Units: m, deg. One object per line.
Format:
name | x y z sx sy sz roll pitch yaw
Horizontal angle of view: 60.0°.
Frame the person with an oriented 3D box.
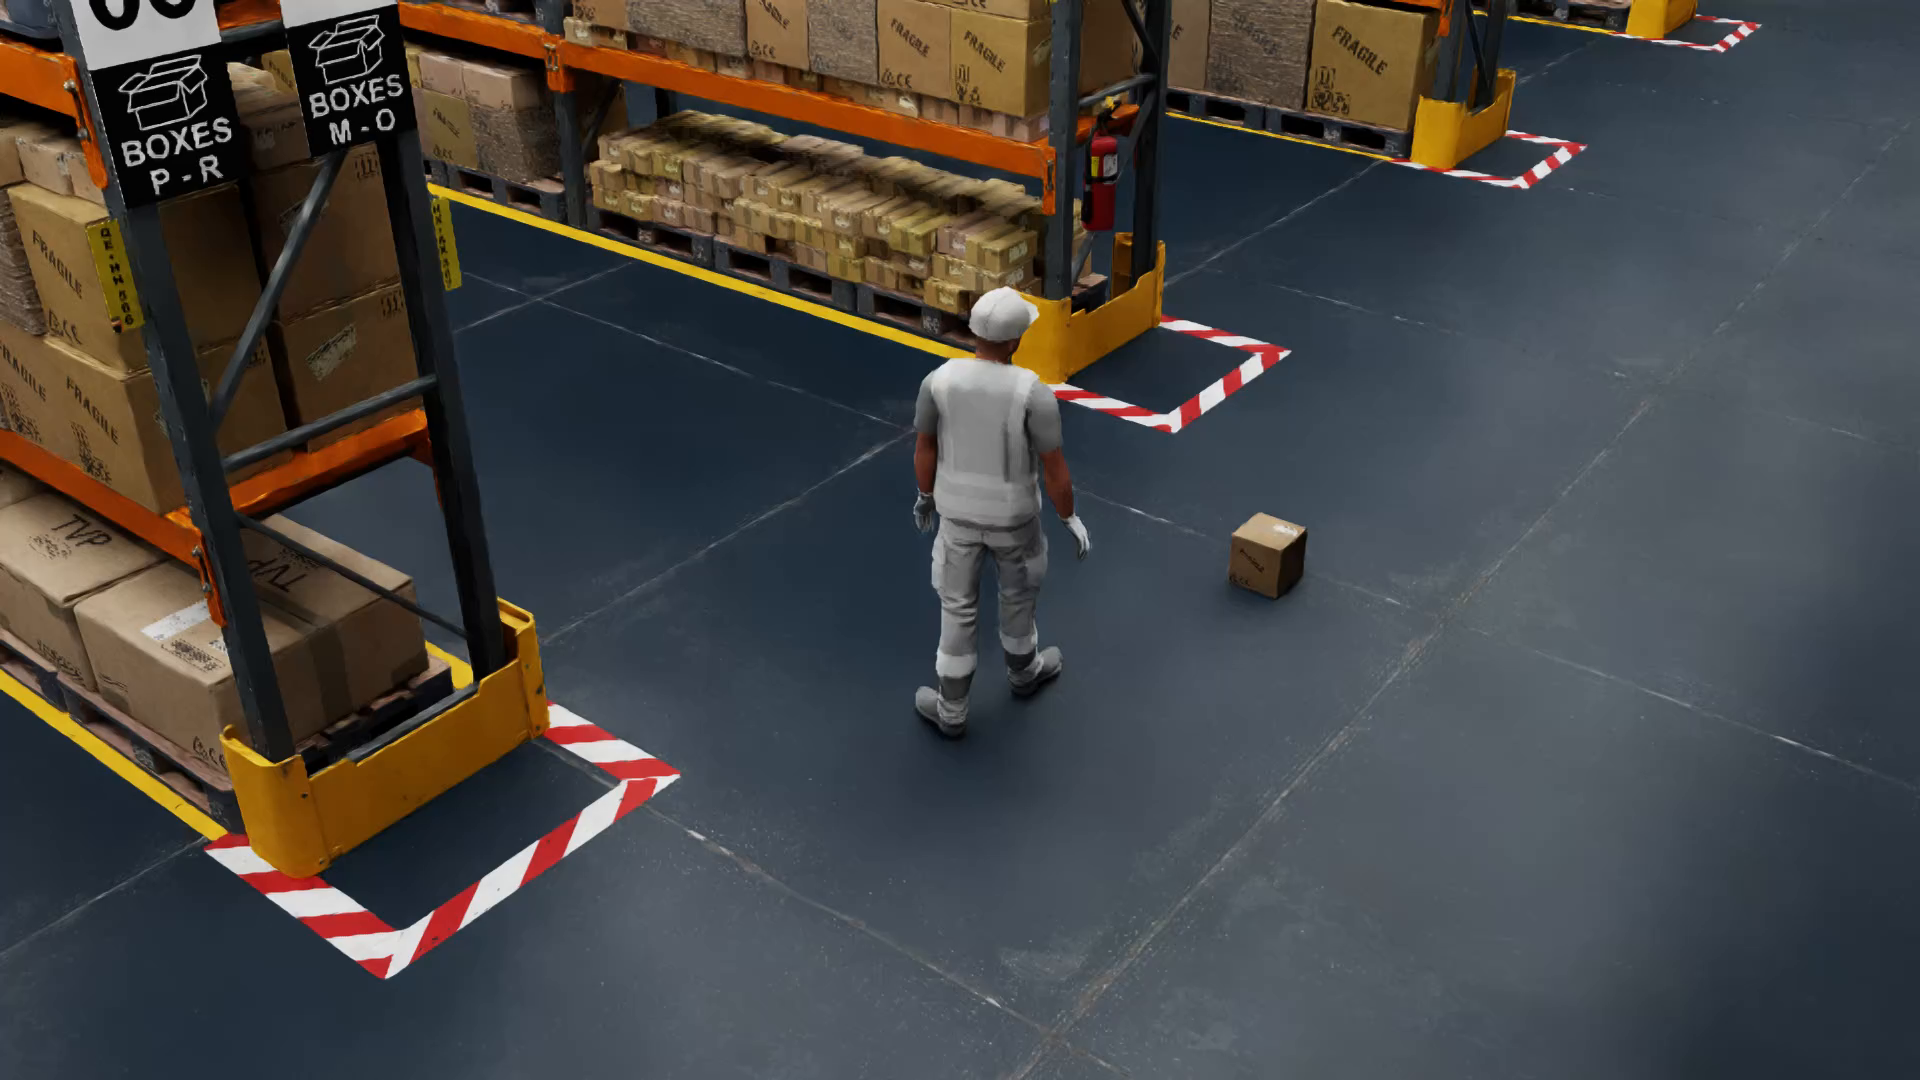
person | 0.162 -0.122 6.304 0.693 1.789 0.639 7 31 11
